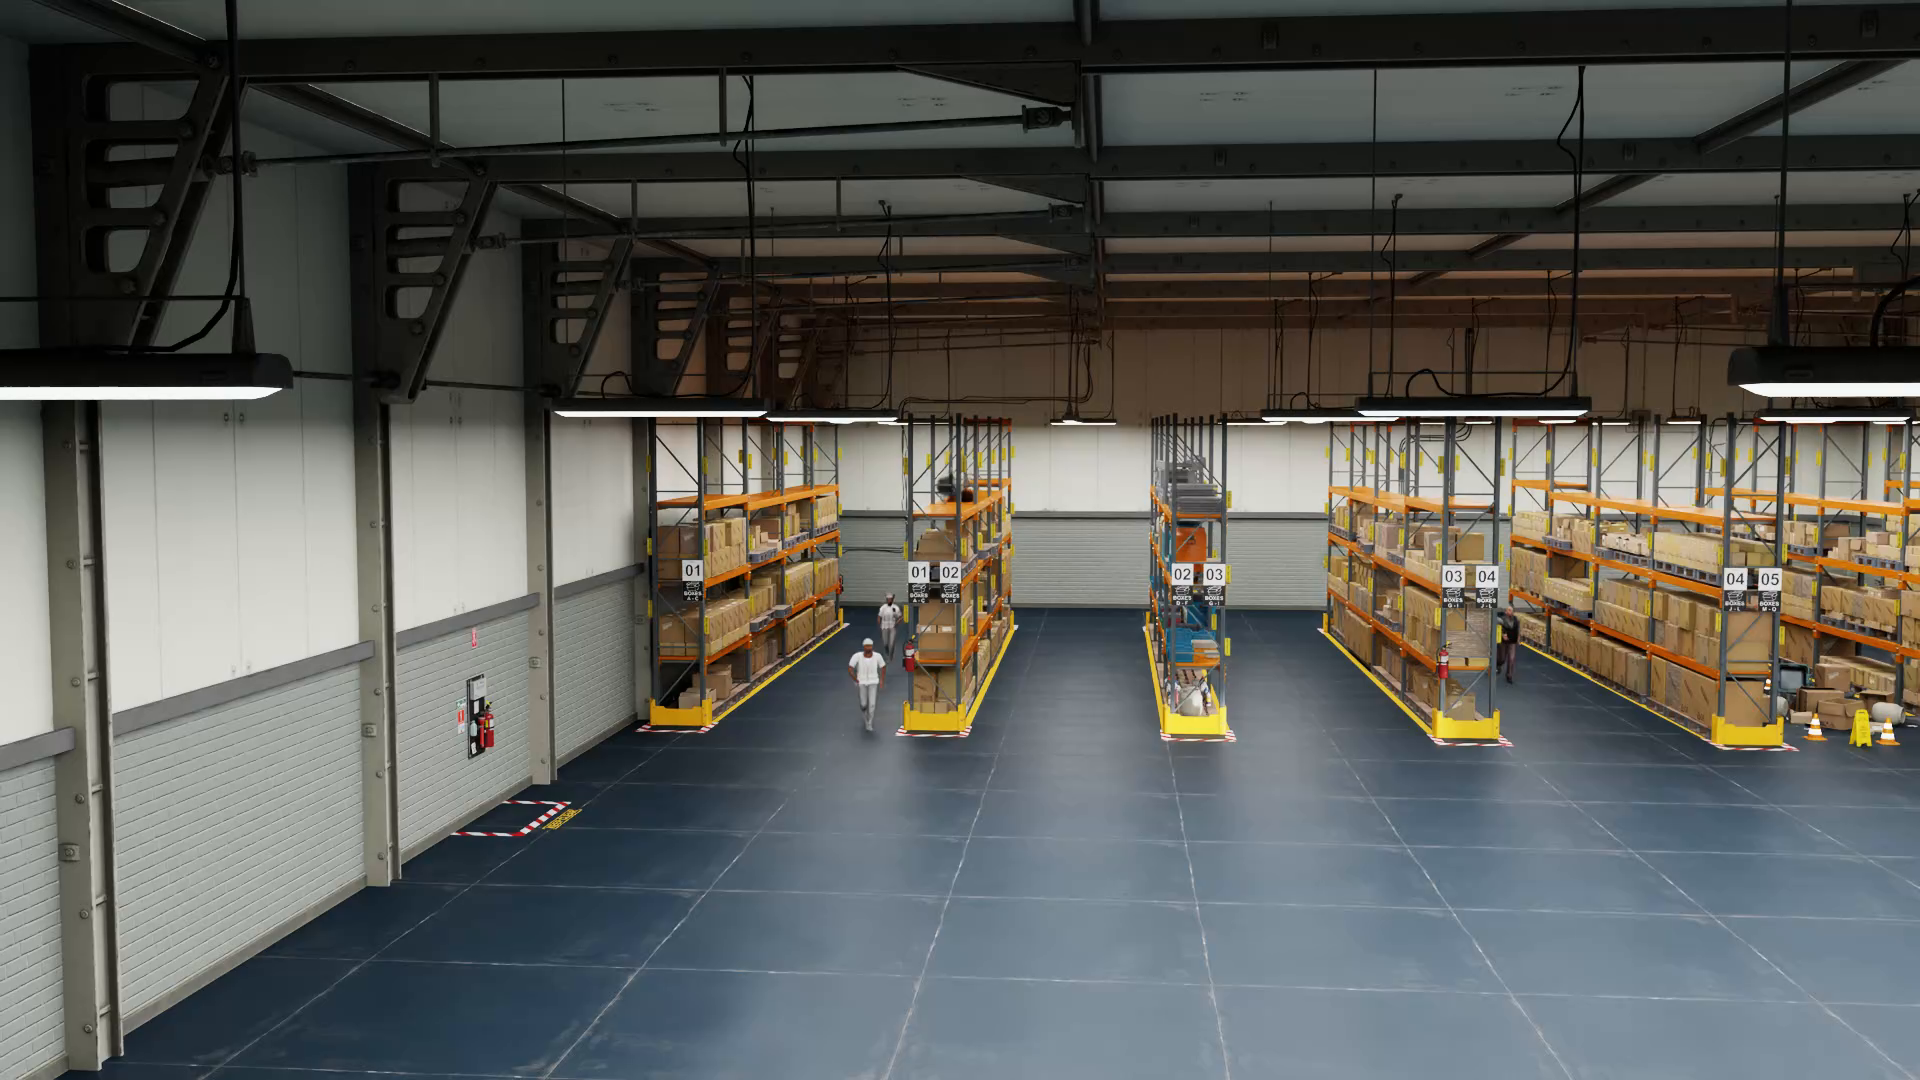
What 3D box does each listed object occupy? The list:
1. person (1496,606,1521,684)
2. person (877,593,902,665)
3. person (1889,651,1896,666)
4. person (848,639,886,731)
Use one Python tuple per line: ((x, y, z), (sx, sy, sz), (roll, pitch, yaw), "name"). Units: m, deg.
((12.386, 2.343, 37.632), (0.682, 1.716, 0.936), (0, 4, -2), "person")
((-1.626, 2.041, 38.377), (0.583, 1.652, 0.483), (0, 4, 2), "person")
((21.633, 2.267, 38.401), (0.639, 1.843, 0.719), (0, 4, 1), "person")
((-1.768, 2.739, 31.717), (0.736, 1.739, 0.598), (0, 4, -6), "person")
